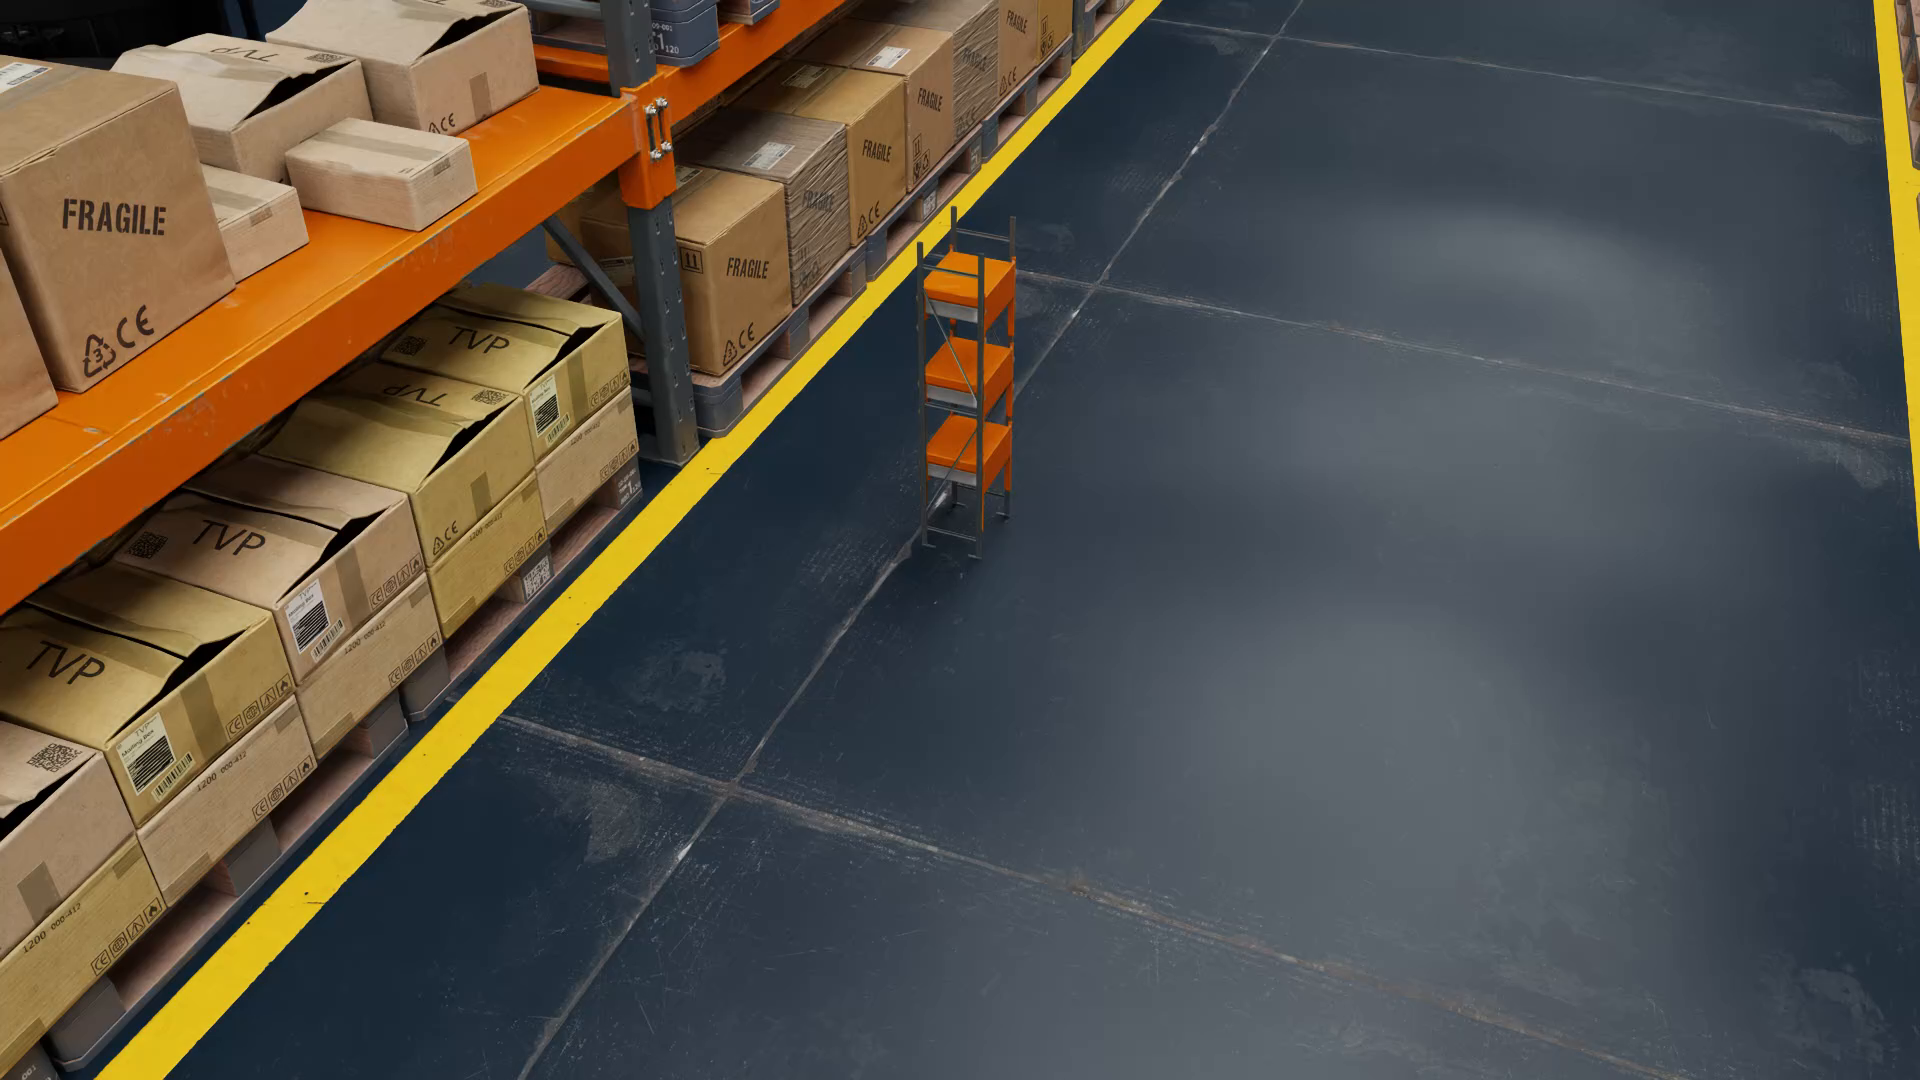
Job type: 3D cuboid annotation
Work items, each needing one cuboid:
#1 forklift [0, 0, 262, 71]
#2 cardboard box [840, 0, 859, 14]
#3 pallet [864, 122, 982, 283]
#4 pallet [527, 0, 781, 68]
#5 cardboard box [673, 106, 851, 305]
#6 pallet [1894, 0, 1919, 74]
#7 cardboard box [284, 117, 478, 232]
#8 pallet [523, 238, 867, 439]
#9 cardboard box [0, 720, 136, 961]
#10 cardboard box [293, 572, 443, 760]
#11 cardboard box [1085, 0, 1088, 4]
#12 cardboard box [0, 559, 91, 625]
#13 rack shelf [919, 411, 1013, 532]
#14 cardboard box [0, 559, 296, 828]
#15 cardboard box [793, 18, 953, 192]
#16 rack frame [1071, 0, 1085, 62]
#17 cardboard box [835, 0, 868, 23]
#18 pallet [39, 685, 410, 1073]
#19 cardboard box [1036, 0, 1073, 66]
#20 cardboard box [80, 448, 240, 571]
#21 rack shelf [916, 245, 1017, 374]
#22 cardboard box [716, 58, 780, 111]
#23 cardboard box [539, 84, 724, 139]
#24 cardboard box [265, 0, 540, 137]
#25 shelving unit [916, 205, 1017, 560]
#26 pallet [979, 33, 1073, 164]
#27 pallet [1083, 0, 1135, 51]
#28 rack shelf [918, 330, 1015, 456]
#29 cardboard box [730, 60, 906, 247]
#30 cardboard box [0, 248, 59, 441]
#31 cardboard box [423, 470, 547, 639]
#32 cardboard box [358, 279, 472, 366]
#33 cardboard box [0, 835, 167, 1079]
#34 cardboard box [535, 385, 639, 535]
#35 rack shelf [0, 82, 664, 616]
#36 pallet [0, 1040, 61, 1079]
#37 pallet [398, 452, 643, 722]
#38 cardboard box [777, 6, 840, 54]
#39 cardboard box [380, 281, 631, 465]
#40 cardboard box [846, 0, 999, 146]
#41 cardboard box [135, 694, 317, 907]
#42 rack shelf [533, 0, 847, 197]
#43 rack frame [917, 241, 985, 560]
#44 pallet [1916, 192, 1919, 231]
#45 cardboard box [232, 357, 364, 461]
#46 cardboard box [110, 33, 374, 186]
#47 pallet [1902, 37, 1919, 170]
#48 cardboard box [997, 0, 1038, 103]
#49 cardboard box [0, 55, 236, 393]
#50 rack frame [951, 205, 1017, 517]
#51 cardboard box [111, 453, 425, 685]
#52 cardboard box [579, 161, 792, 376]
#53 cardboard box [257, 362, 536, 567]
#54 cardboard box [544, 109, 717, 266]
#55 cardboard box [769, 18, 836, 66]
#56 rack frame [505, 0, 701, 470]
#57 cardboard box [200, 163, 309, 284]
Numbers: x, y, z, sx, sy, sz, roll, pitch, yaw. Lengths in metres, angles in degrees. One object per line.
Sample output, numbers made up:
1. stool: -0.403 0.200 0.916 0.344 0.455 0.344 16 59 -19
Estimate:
1. forklift: -3.215 -2.289 5.865 1.130 2.935 3.031 -5 37 -7
2. cardboard box: -0.637 -2.510 7.196 0.500 0.250 0.500 14 39 18
3. pallet: -0.584 -1.546 7.143 1.003 0.211 1.213 14 39 18
4. pallet: -1.176 -1.900 5.447 1.213 0.211 1.003 14 39 18
5. cardboard box: -0.737 -1.239 6.122 0.500 0.500 0.500 12 39 16
6. pallet: 5.439 -2.647 8.615 1.003 0.211 1.213 14 39 18
7. cardboard box: -1.455 -0.924 4.191 0.380 0.149 0.250 14 39 18
8. pallet: -1.050 -0.873 6.242 1.003 0.211 1.213 14 39 18
9. cardboard box: -2.112 0.603 3.416 0.500 0.311 0.500 13 39 16
10. cardboard box: -1.730 0.258 4.345 0.500 0.250 0.500 15 39 19
11. cardboard box: 0.513 -3.083 8.747 0.500 0.311 0.500 14 39 18
12. cardboard box: -2.423 0.205 3.947 0.500 0.311 0.500 13 39 17
13. rack shelf: 0.020 -0.219 5.148 0.215 0.259 0.240 14 39 18
14. cardboard box: -1.919 0.314 3.802 0.500 0.311 0.500 15 39 19
15. cardboard box: -0.348 -1.805 6.880 0.500 0.500 0.500 13 39 16
16. rack frame: 0.153 -3.800 7.829 1.000 3.000 0.127 14 39 18
17. cardboard box: -0.646 -2.190 7.395 0.500 0.500 0.500 14 39 18
18. pallet: -2.184 0.651 4.202 1.003 0.211 1.213 14 39 18
19. cardboard box: 0.231 -2.637 7.993 0.500 0.500 0.500 14 39 17
20. cardboard box: -2.228 -0.079 4.328 0.500 0.311 0.500 13 39 17
21. rack shelf: 0.020 -0.669 4.812 0.215 0.259 0.240 14 39 18
22. cardboard box: -1.033 -1.618 6.630 0.500 0.500 0.500 12 39 16
23. cardboard box: -1.212 -1.664 6.065 0.500 0.250 0.500 15 39 19
24. cardboard box: -1.547 -1.358 4.636 0.500 0.311 0.500 16 40 21
25. shelving unit: 0.020 -0.450 4.975 0.215 1.050 0.252 14 39 18
26. pallet: -0.121 -2.224 8.050 1.003 0.211 1.213 14 39 18
27. pallet: 0.416 -3.063 9.172 1.003 0.211 1.213 14 39 18
28. rack shelf: 0.020 -0.442 4.982 0.215 0.259 0.240 14 39 18
29. cardboard box: -0.542 -1.515 6.492 0.500 0.500 0.500 13 39 17
30. cardboard box: -2.192 -0.401 3.198 0.500 0.500 0.500 14 39 18
31. cardboard box: -1.536 -0.019 4.716 0.500 0.250 0.500 13 39 17
32. cardboard box: -1.839 -0.654 5.097 0.500 0.311 0.500 15 39 19
33. cardboard box: -2.118 0.825 3.586 0.500 0.250 0.500 13 39 16
34. cardboard box: -1.343 -0.306 5.099 0.500 0.250 0.500 15 39 19
35. rack shelf: -2.130 -0.190 3.600 1.077 0.370 4.000 14 39 18
36. pallet: -2.646 1.329 3.295 1.003 0.211 1.213 14 39 18
37. pallet: -1.718 -0.022 5.103 1.003 0.211 1.213 14 39 18
38. cardboard box: -0.827 -2.232 6.824 0.500 0.250 0.500 13 39 17
39. cardboard box: -1.340 -0.531 4.932 0.500 0.311 0.500 15 39 19
40. cardboard box: -0.156 -2.087 7.258 0.500 0.500 0.500 14 39 18
41. cardboard box: -1.923 0.544 3.963 0.500 0.250 0.500 15 39 19
42. rack shelf: -0.608 -2.405 6.563 1.077 0.370 4.000 14 39 18
43. rack frame: -0.026 -0.383 4.885 0.200 1.050 0.008 14 39 18
44. pallet: 4.401 -1.135 6.592 1.003 0.211 1.213 14 39 18
45. cardboard box: -2.032 -0.361 4.705 0.500 0.311 0.500 13 39 17
46. cardboard box: -1.888 -1.099 4.289 0.500 0.311 0.500 13 39 17
47. pallet: 4.977 -1.969 7.708 1.003 0.211 1.213 14 39 18
48. cardboard box: 0.035 -2.365 7.629 0.500 0.500 0.500 14 39 18
49. cardboard box: -1.992 -0.693 3.588 0.500 0.500 0.500 12 38 15
50. rack frame: 0.067 -0.518 5.066 0.200 1.050 0.008 14 39 18
51. cardboard box: -1.727 0.037 4.172 0.500 0.311 0.500 14 39 17
52. cardboard box: -0.931 -0.947 5.733 0.500 0.500 0.500 15 39 20
53. cardboard box: -1.532 -0.242 4.545 0.500 0.311 0.500 13 39 17
54. cardboard box: -1.230 -1.332 6.247 0.500 0.500 0.500 15 39 20
55. cardboard box: -0.839 -1.910 7.021 0.500 0.500 0.500 12 39 16
56. rack frame: -1.369 -1.586 4.866 1.000 3.000 0.127 14 39 18
57. cardboard box: -1.802 -0.766 3.979 0.380 0.149 0.250 17 40 21
